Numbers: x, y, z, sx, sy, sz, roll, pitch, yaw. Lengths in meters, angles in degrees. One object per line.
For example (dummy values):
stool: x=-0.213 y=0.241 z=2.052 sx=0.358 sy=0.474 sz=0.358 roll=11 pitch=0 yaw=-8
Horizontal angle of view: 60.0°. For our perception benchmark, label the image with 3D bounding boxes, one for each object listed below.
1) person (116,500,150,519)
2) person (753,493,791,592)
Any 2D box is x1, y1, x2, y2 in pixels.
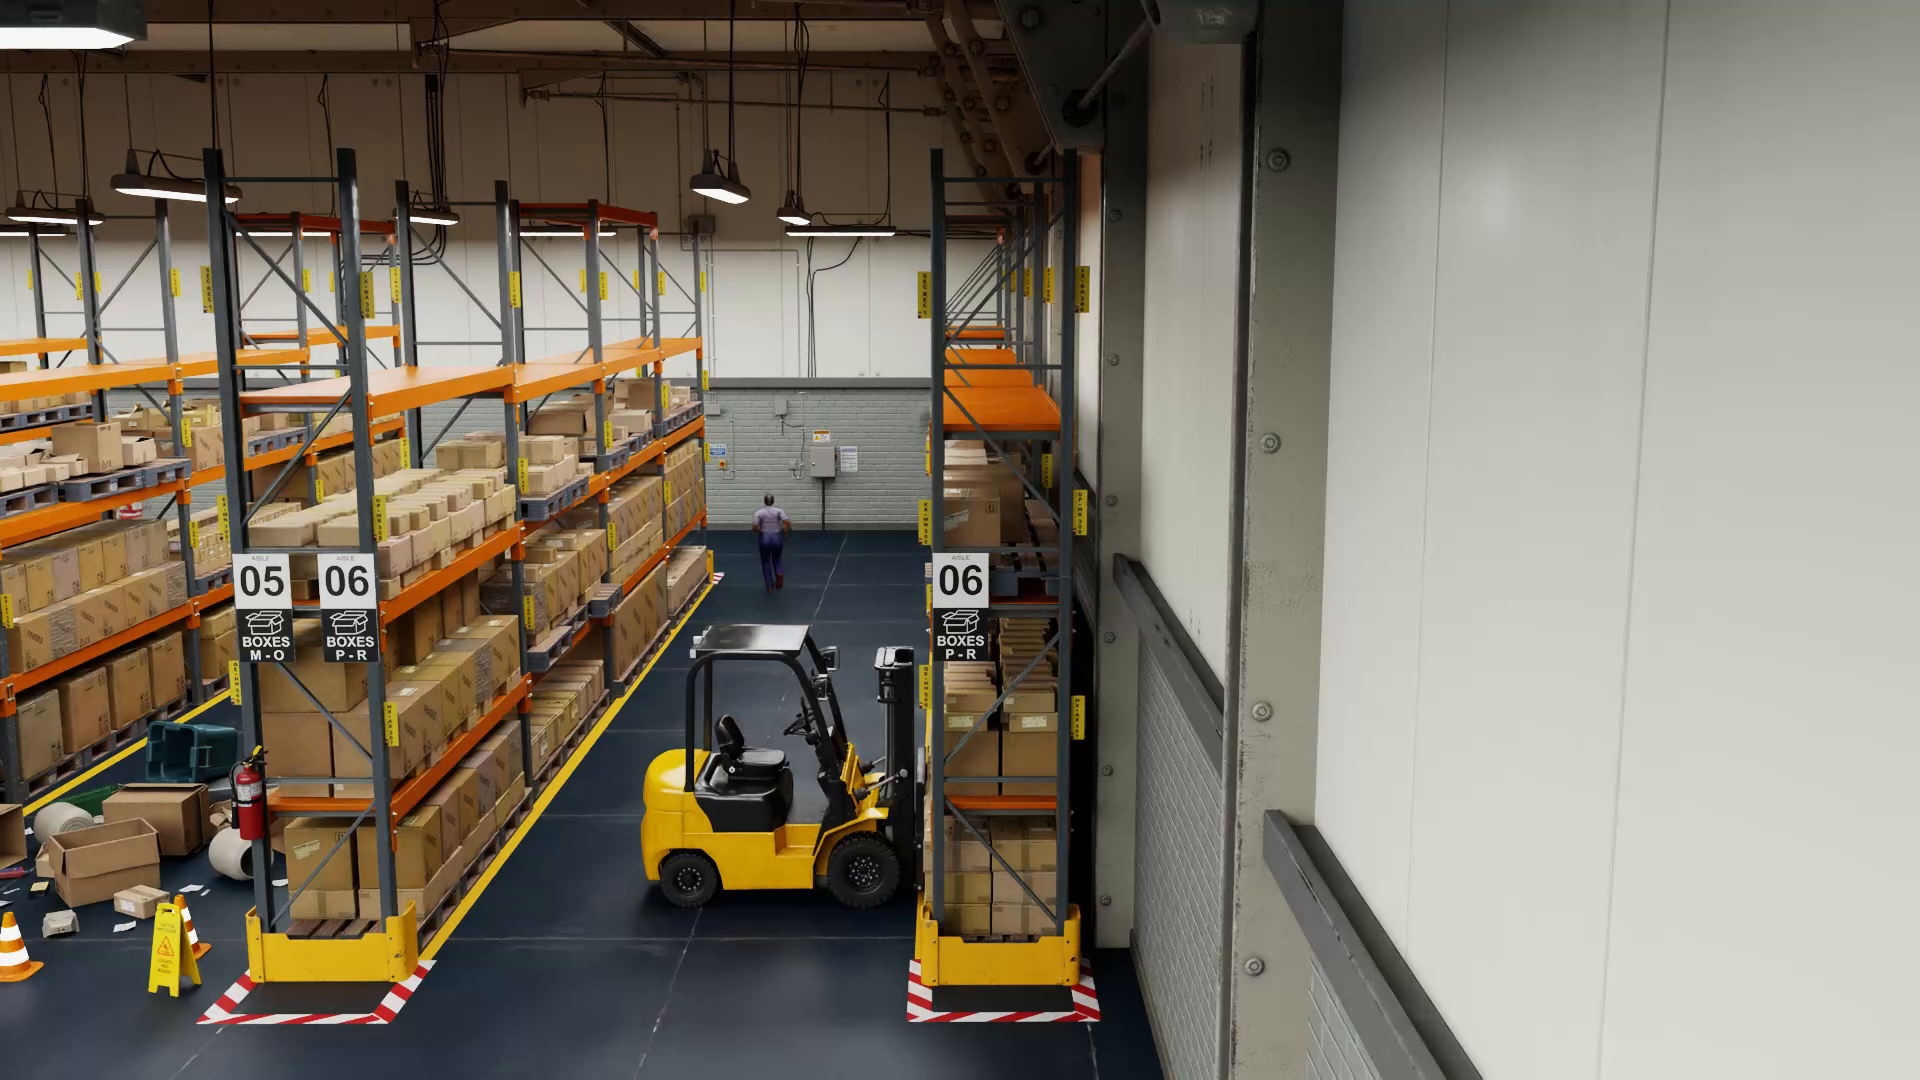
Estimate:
person: x=-14.390 y=-0.340 z=28.954 sx=0.596 sy=1.752 sz=0.725 roll=1 pitch=9 yaw=8
person: x=-3.083 y=0.034 z=27.081 sx=0.592 sy=1.595 sz=0.575 roll=-2 pitch=9 yaw=-14
